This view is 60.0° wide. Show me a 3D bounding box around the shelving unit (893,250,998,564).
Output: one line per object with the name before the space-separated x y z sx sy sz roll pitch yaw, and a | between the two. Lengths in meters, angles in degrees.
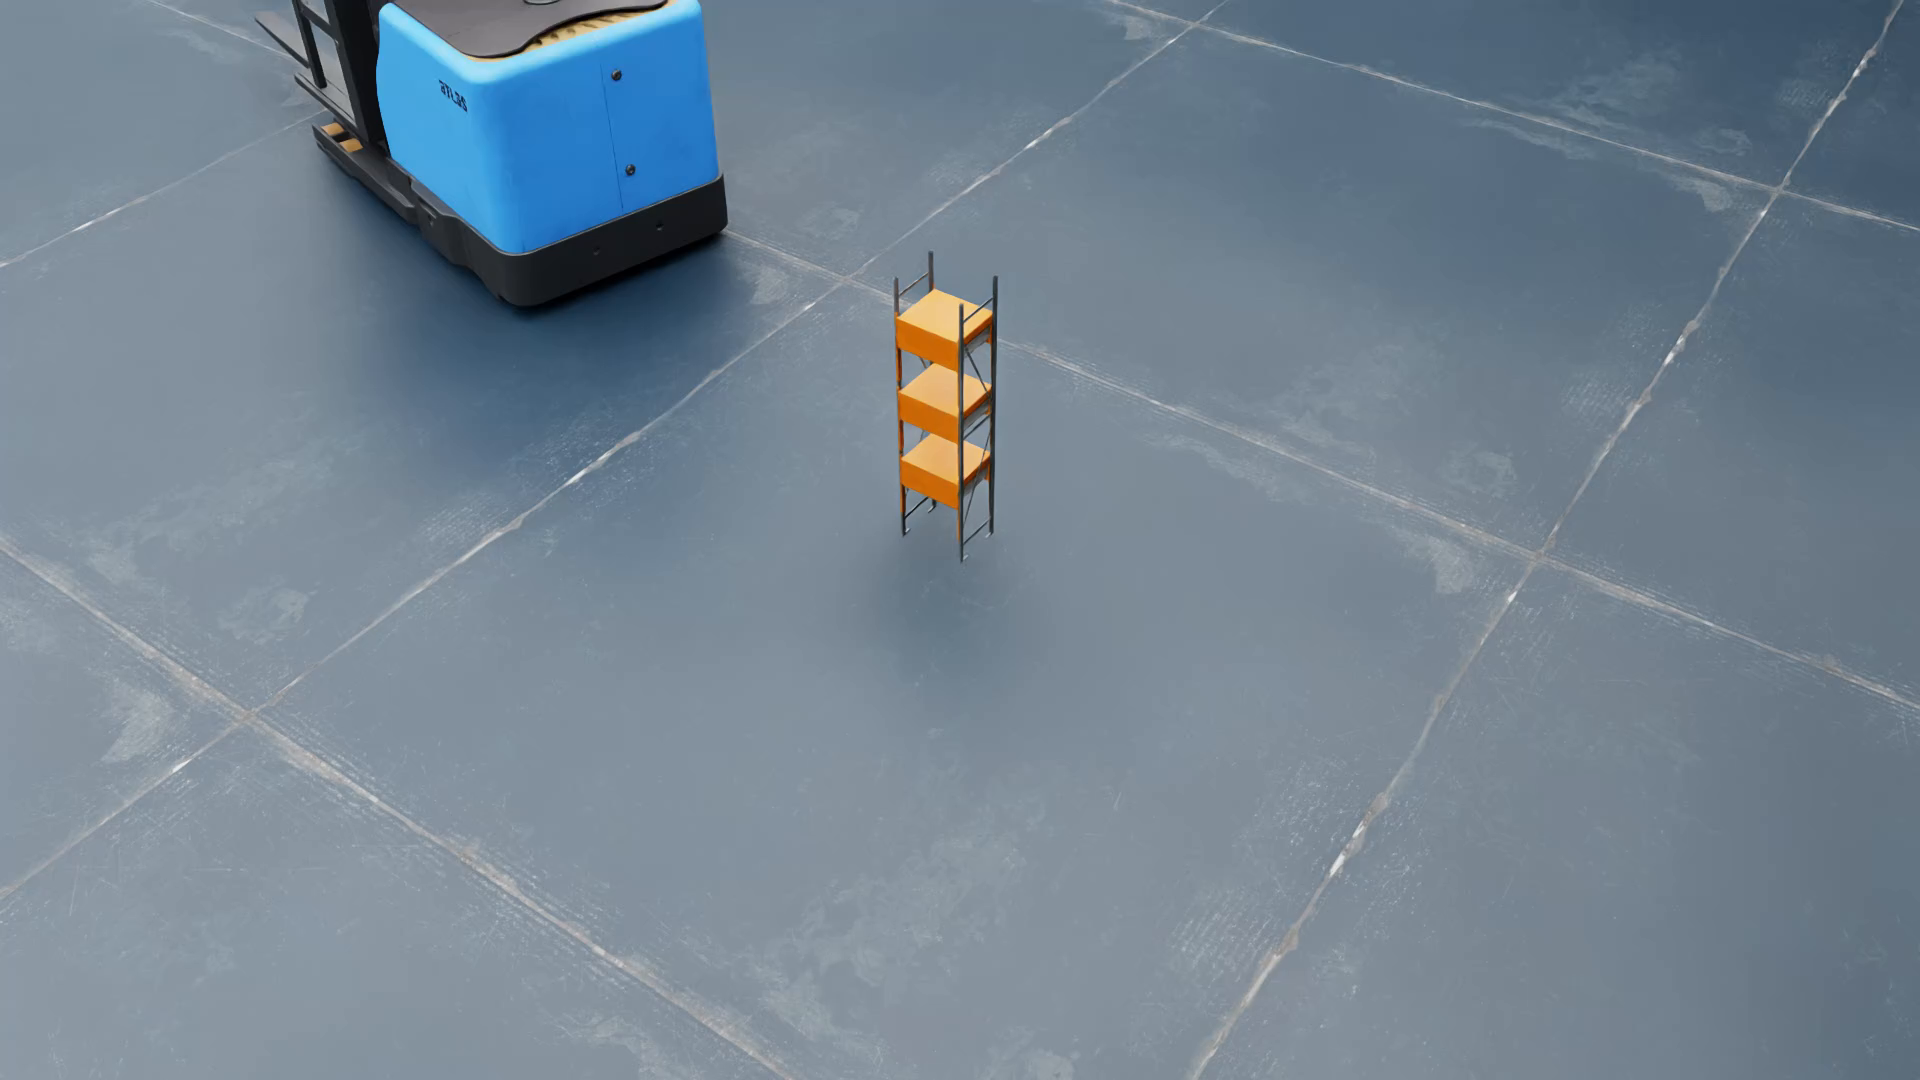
shelving unit | -0.044 -0.412 5.423 0.252 1.050 0.215 25 48 25

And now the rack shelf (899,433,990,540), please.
rack shelf | -0.044 -0.197 5.615 0.240 0.259 0.215 25 48 25

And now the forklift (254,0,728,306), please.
forklift | -2.331 -2.948 6.847 1.130 2.935 3.031 -29 49 -29

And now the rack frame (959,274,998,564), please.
rack frame | 0.056 -0.365 5.371 0.008 1.050 0.200 25 48 25

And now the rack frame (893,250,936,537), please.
rack frame | -0.144 -0.458 5.475 0.008 1.050 0.200 25 48 25

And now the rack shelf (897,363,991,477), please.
rack shelf | -0.044 -0.404 5.430 0.240 0.259 0.215 25 48 25

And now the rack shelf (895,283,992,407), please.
rack shelf | -0.044 -0.615 5.241 0.240 0.259 0.215 25 48 25
